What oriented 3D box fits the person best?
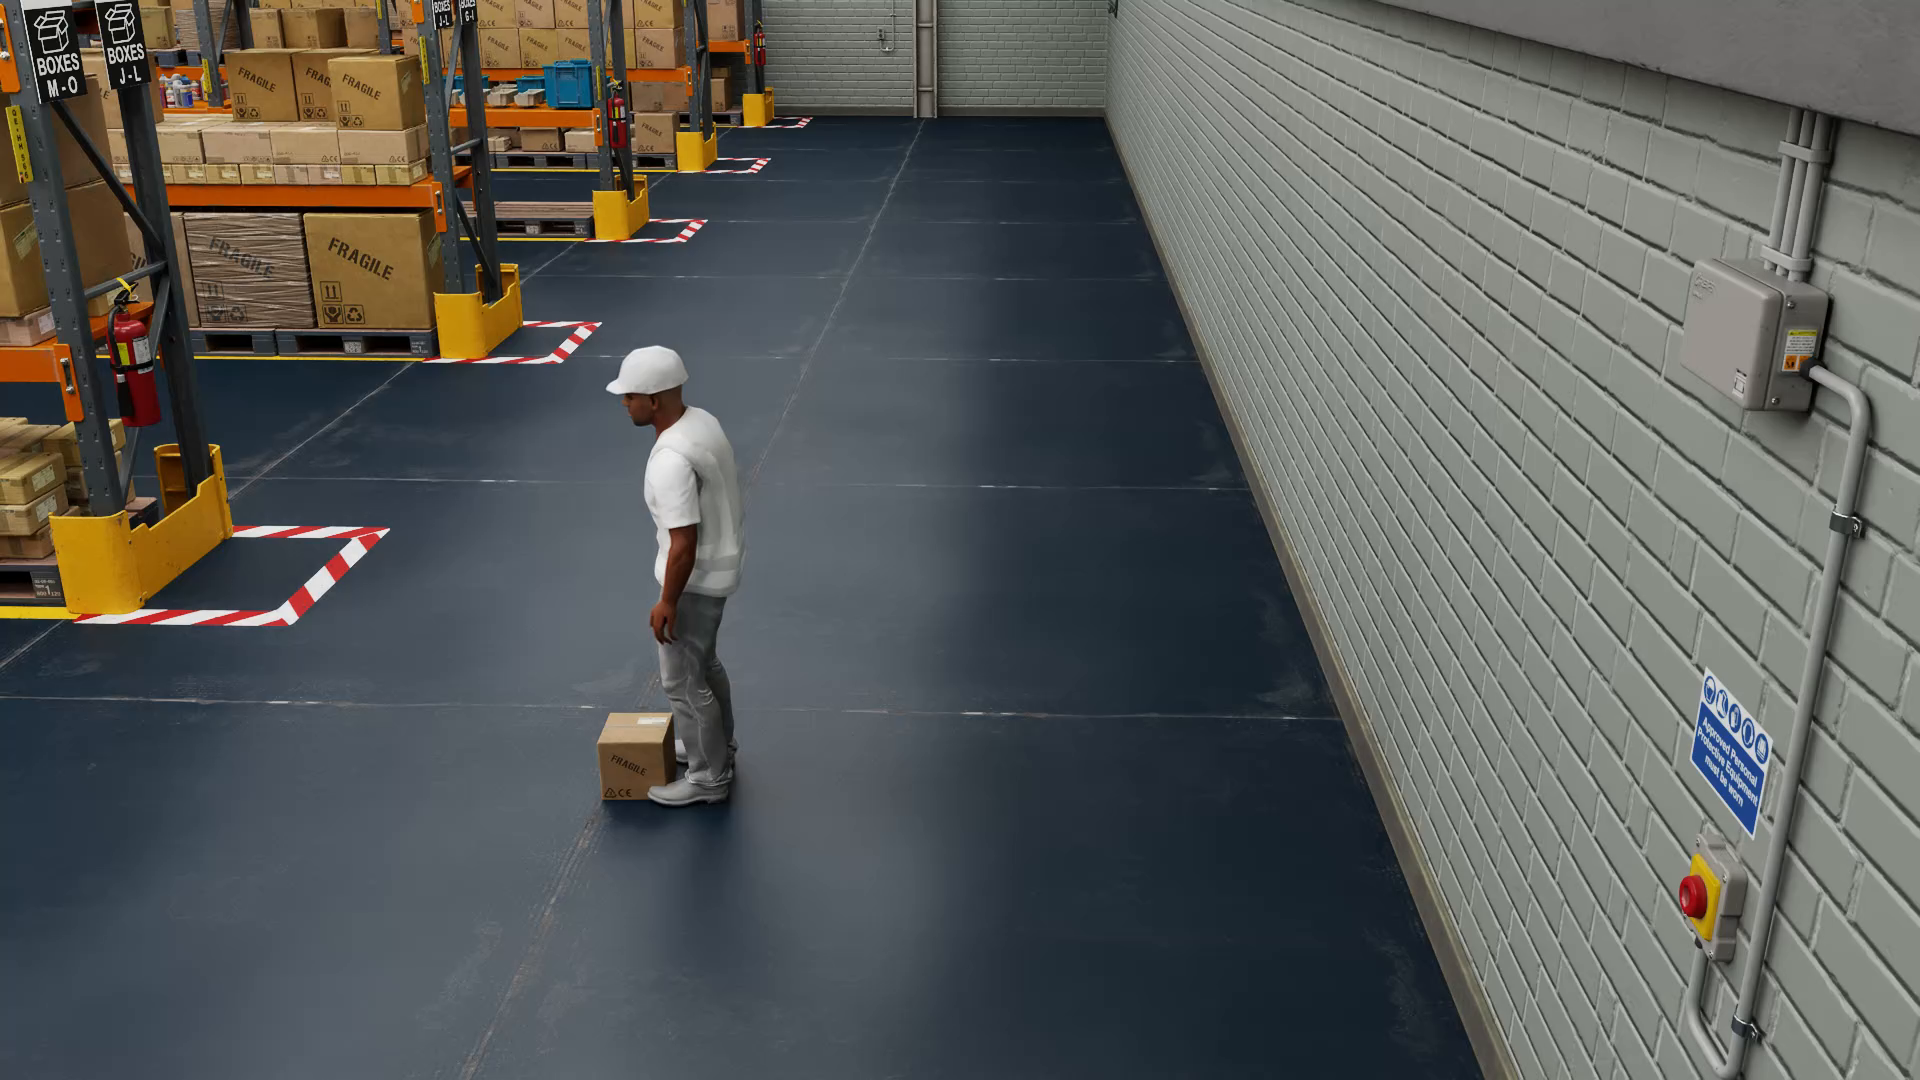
[{"bbox_3d":[-1.028,0.132,6.203,0.459,1.761,0.627,1,21,2],"label":"person"}]
